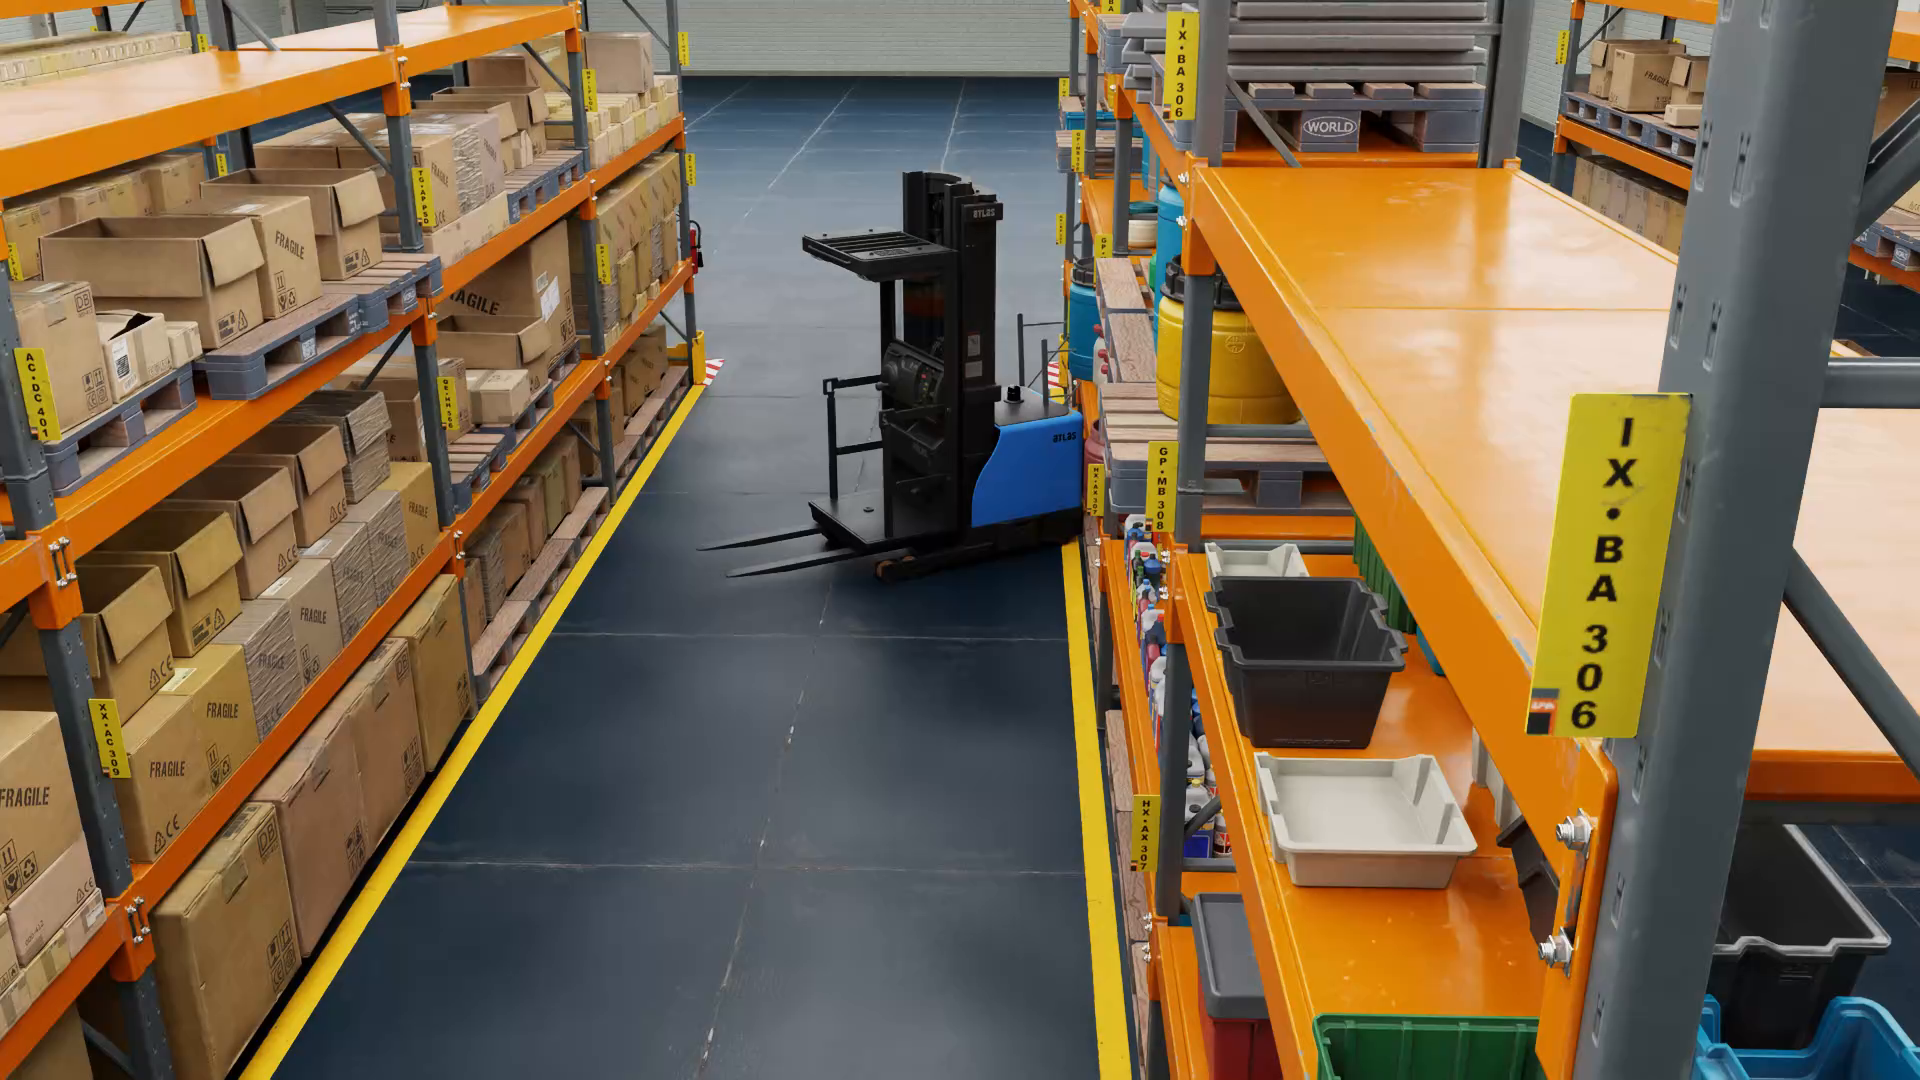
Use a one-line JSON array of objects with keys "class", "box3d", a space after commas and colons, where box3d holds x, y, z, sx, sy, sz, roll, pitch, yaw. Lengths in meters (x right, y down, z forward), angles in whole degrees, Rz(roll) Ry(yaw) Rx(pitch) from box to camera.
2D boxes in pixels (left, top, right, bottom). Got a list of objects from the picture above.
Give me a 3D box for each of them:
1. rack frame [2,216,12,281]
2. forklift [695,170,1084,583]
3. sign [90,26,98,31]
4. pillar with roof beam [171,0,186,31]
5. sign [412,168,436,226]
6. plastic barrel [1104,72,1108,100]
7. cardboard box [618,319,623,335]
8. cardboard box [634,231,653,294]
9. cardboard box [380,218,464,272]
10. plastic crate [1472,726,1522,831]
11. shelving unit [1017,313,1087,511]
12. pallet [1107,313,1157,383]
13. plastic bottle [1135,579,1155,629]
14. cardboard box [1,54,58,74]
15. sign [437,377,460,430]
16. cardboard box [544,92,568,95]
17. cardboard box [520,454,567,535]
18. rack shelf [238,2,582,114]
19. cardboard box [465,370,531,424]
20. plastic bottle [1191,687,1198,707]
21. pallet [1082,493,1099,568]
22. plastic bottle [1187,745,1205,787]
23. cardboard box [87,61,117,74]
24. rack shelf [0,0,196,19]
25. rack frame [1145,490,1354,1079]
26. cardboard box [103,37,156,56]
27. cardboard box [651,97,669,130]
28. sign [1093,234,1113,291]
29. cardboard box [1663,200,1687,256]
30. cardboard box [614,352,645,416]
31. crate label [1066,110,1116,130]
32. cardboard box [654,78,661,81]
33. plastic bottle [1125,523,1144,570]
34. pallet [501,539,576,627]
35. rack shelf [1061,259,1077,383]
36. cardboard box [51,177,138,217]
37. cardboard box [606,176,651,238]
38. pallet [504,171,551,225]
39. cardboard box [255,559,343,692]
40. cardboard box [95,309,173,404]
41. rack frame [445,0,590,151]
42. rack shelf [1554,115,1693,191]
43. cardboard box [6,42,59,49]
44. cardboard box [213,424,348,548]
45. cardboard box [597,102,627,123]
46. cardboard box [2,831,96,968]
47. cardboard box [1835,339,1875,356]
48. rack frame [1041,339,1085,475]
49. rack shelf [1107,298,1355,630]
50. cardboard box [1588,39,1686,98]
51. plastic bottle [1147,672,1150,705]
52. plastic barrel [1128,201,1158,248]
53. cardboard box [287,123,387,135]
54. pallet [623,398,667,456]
[{"class": "rack frame", "box3d": [-8.422, -1.810, 14.047, 1.000, 3.000, 0.127, 1, 21, 2]}, {"class": "forklift", "box3d": [-0.546, -1.258, 12.719, 3.031, 2.935, 1.130, -11, 24, -27]}, {"class": "sign", "box3d": [-8.855, -5.107, 17.081, 0.100, 0.325, 0.005, 1, 21, 2]}, {"class": "pillar with roof beam", "box3d": [-14.102, -14.513, 38.492, 9.100, 9.000, 0.400, 1, 21, 2]}, {"class": "sign", "box3d": [-3.035, -1.940, 9.411, 0.100, 0.325, 0.005, 1, 21, 2]}, {"class": "plastic barrel", "box3d": [1.717, -4.728, 16.247, 0.600, 0.830, 0.708, 1, 21, 2]}, {"class": "cardboard box", "box3d": [-3.160, -1.857, 14.516, 0.380, 0.149, 0.250, 1, 21, 2]}, {"class": "cardboard box", "box3d": [-3.371, -2.609, 15.557, 0.875, 0.500, 0.500, 1, 21, 2]}, {"class": "cardboard box", "box3d": [-3.321, -1.768, 10.000, 0.500, 0.250, 0.500, 1, 21, 3]}, {"class": "plastic crate", "box3d": [1.494, 0.533, 4.025, 0.437, 0.282, 0.530, 1, 21, 2]}, {"class": "shelving unit", "box3d": [0.842, -1.058, 13.831, 0.587, 1.500, 1.083, -5, 20, -8]}, {"class": "pallet", "box3d": [1.197, -0.777, 7.499, 1.003, 0.211, 1.213, 1, 21, 2]}, {"class": "plastic bottle", "box3d": [0.969, 0.335, 8.696, 0.097, 0.271, 0.097, 0, 21, 0]}, {"class": "cardboard box", "box3d": [-8.050, -4.109, 14.352, 0.380, 0.149, 0.250, 0, 21, 1]}, {"class": "sign", "box3d": [-3.035, -0.808, 9.863, 0.100, 0.325, 0.005, 1, 21, 2]}, {"class": "cardboard box", "box3d": [-3.620, -4.022, 15.257, 0.380, 0.149, 0.250, 0, 21, 1]}, {"class": "cardboard box", "box3d": [-3.541, -0.365, 13.170, 0.700, 0.500, 0.500, 1, 21, 1]}, {"class": "rack shelf", "box3d": [-3.529, -3.271, 11.066, 1.077, 0.370, 4.000, 1, 21, 2]}, {"class": "cardboard box", "box3d": [-3.309, -1.002, 11.591, 0.500, 0.250, 0.500, 0, 21, 0]}, {"class": "plastic bottle", "box3d": [1.084, 0.774, 7.566, 0.097, 0.271, 0.097, 0, 21, 0]}, {"class": "pallet", "box3d": [1.498, -0.080, 13.443, 1.003, 0.211, 1.213, 1, 21, 2]}, {"class": "plastic bottle", "box3d": [0.939, 1.008, 6.956, 0.152, 0.276, 0.135, 1, 21, 2]}, {"class": "cardboard box", "box3d": [-8.084, -4.241, 15.244, 0.500, 0.250, 0.500, 1, 21, 2]}, {"class": "rack shelf", "box3d": [-8.362, -4.808, 15.028, 1.077, 0.370, 4.000, 1, 21, 2]}, {"class": "rack frame", "box3d": [1.239, 1.228, 6.217, 1.000, 3.000, 0.127, 1, 21, 2]}, {"class": "cardboard box", "box3d": [-7.995, -4.750, 16.003, 0.380, 0.149, 0.250, 1, 21, 3]}, {"class": "cardboard box", "box3d": [-3.119, -4.136, 16.103, 0.500, 0.250, 0.500, 1, 21, 2]}, {"class": "sign", "box3d": [0.811, -1.571, 9.430, 0.100, 0.325, 0.005, 1, 21, 2]}, {"class": "cardboard box", "box3d": [6.455, -2.603, 14.160, 0.700, 0.500, 0.500, 1, 21, 1]}, {"class": "cardboard box", "box3d": [-3.404, -1.527, 16.194, 0.500, 0.500, 0.500, 3, 21, 7]}, {"class": "crate label", "box3d": [1.217, -3.767, 15.149, 0.502, 0.251, 0.408, 1, 21, 2]}, {"class": "cardboard box", "box3d": [-3.168, -4.483, 16.445, 0.380, 0.149, 0.250, 0, 21, 0]}, {"class": "plastic bottle", "box3d": [0.994, 0.036, 9.467, 0.097, 0.271, 0.097, 0, 21, 0]}, {"class": "pallet", "box3d": [-3.524, 0.305, 12.451, 1.003, 0.211, 1.213, 1, 21, 2]}, {"class": "rack shelf", "box3d": [1.544, -2.052, 15.666, 1.077, 0.370, 4.000, 1, 21, 2]}, {"class": "cardboard box", "box3d": [-8.314, -3.102, 15.677, 0.875, 0.550, 0.500, 1, 21, 2]}, {"class": "cardboard box", "box3d": [-3.167, -3.073, 15.370, 0.500, 0.500, 0.500, 1, 21, 2]}, {"class": "pallet", "box3d": [-3.622, -2.433, 11.765, 1.213, 0.211, 1.003, 1, 21, 2]}, {"class": "cardboard box", "box3d": [-3.407, 0.414, 8.178, 0.500, 0.500, 0.500, 1, 21, 3]}, {"class": "cardboard box", "box3d": [-3.588, -0.775, 6.775, 0.500, 0.311, 0.500, 0, 21, 0]}, {"class": "rack frame", "box3d": [-3.468, -4.516, 12.727, 1.000, 3.000, 0.127, 1, 21, 2]}, {"class": "rack shelf", "box3d": [6.495, -3.395, 14.979, 1.077, 0.370, 4.000, 1, 21, 2]}, {"class": "cardboard box", "box3d": [-8.669, -4.575, 15.553, 0.380, 0.149, 0.250, 0, 21, 1]}, {"class": "cardboard box", "box3d": [-3.651, -0.287, 8.597, 0.797, 0.503, 0.637, 1, 21, 3]}, {"class": "cardboard box", "box3d": [-3.121, -3.727, 14.497, 0.380, 0.149, 0.250, 0, 21, 1]}, {"class": "cardboard box", "box3d": [-3.462, 1.267, 5.912, 0.500, 0.250, 0.500, 0, 21, 1]}, {"class": "cardboard box", "box3d": [6.378, -1.187, 12.304, 0.500, 0.500, 0.500, 2, 21, 6]}, {"class": "rack frame", "box3d": [0.920, -0.895, 13.365, 0.500, 1.500, 0.032, -5, 20, -8]}, {"class": "rack shelf", "box3d": [1.300, -0.558, 7.668, 1.077, 0.370, 4.000, 1, 21, 2]}, {"class": "cardboard box", "box3d": [6.534, -4.555, 16.057, 0.797, 0.503, 0.637, 2, 21, 5]}, {"class": "plastic bottle", "box3d": [0.942, 0.685, 7.890, 0.097, 0.201, 0.097, 0, 21, 0]}, {"class": "plastic barrel", "box3d": [1.166, -2.015, 10.619, 0.301, 0.262, 0.301, 0, 21, 0]}, {"class": "cardboard box", "box3d": [-3.820, -2.312, 10.364, 0.500, 0.500, 0.500, 1, 21, 1]}, {"class": "pallet", "box3d": [-3.448, -1.104, 16.083, 1.003, 0.211, 1.213, 1, 21, 2]}]
